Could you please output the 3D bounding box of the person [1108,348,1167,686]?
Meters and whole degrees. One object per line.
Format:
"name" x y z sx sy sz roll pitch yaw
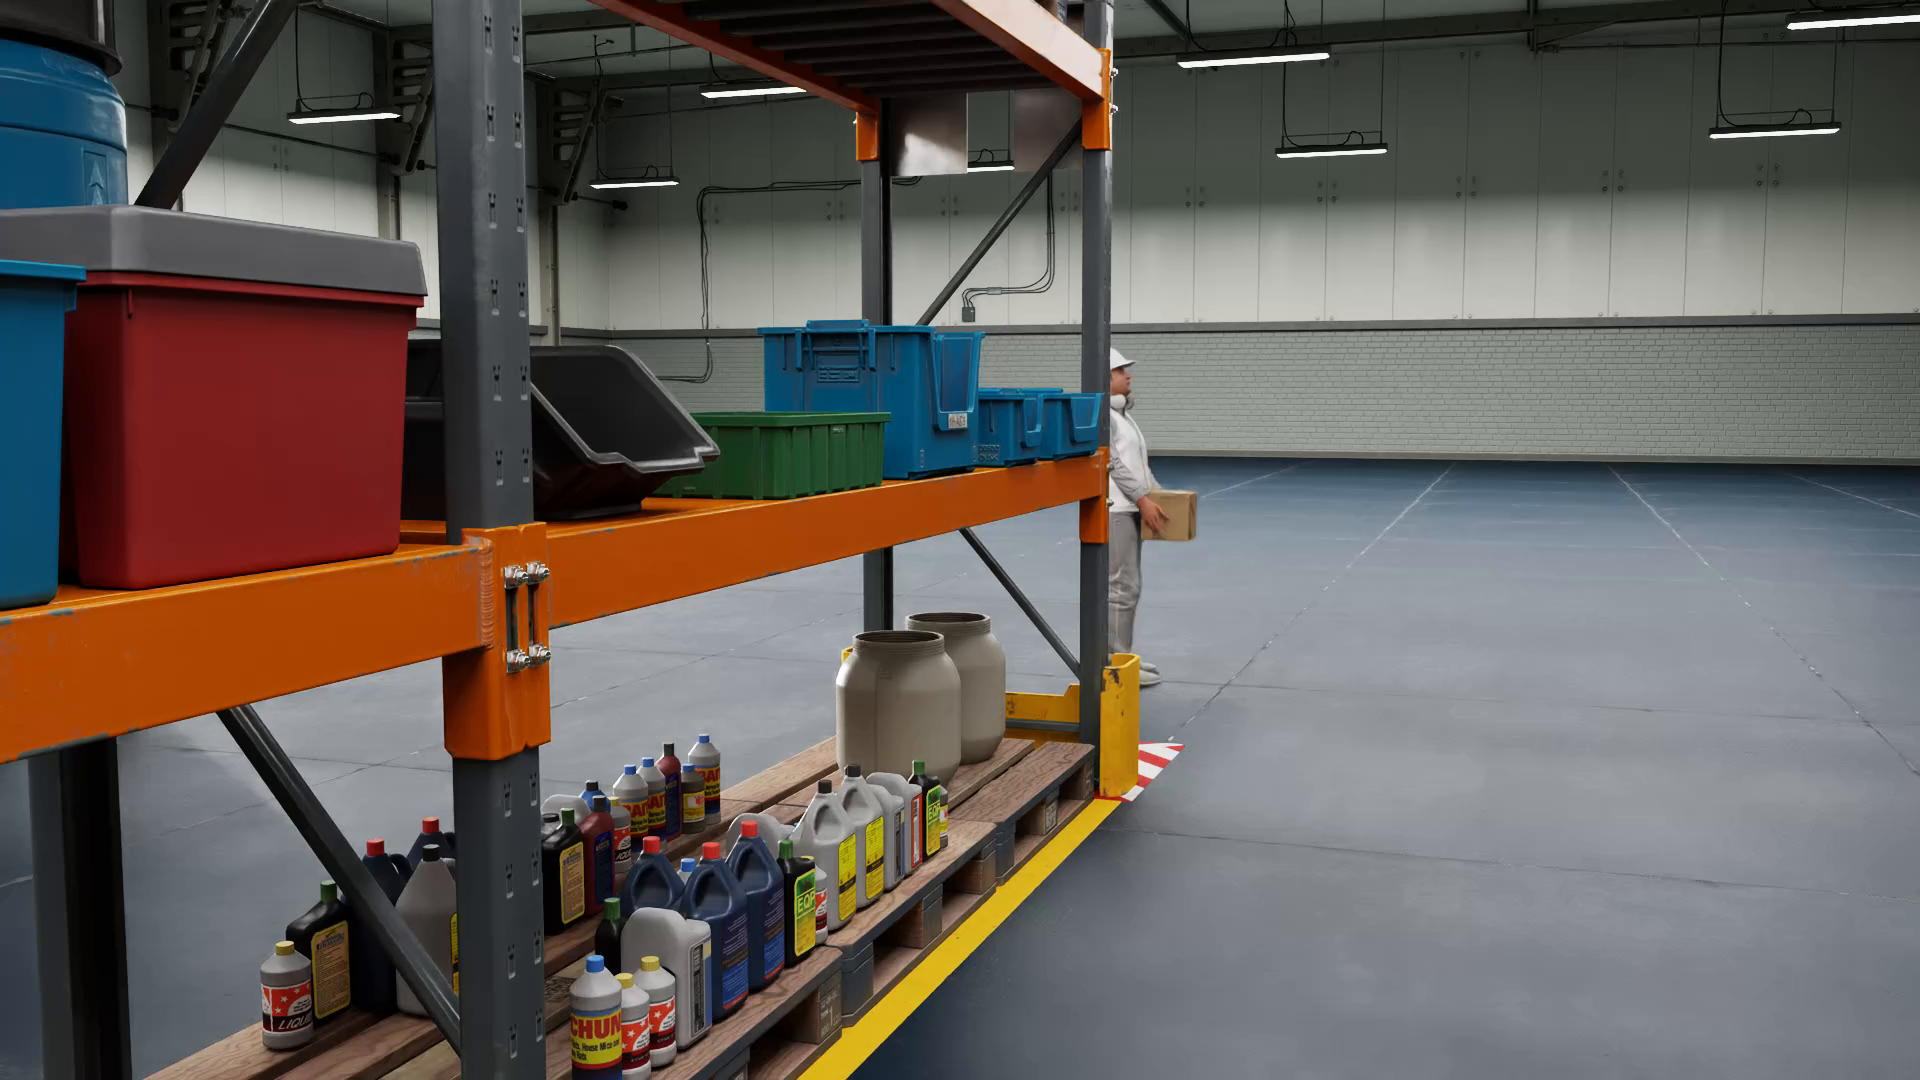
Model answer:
"person" 0.894 -0.141 8.890 0.507 1.775 0.533 2 6 20
